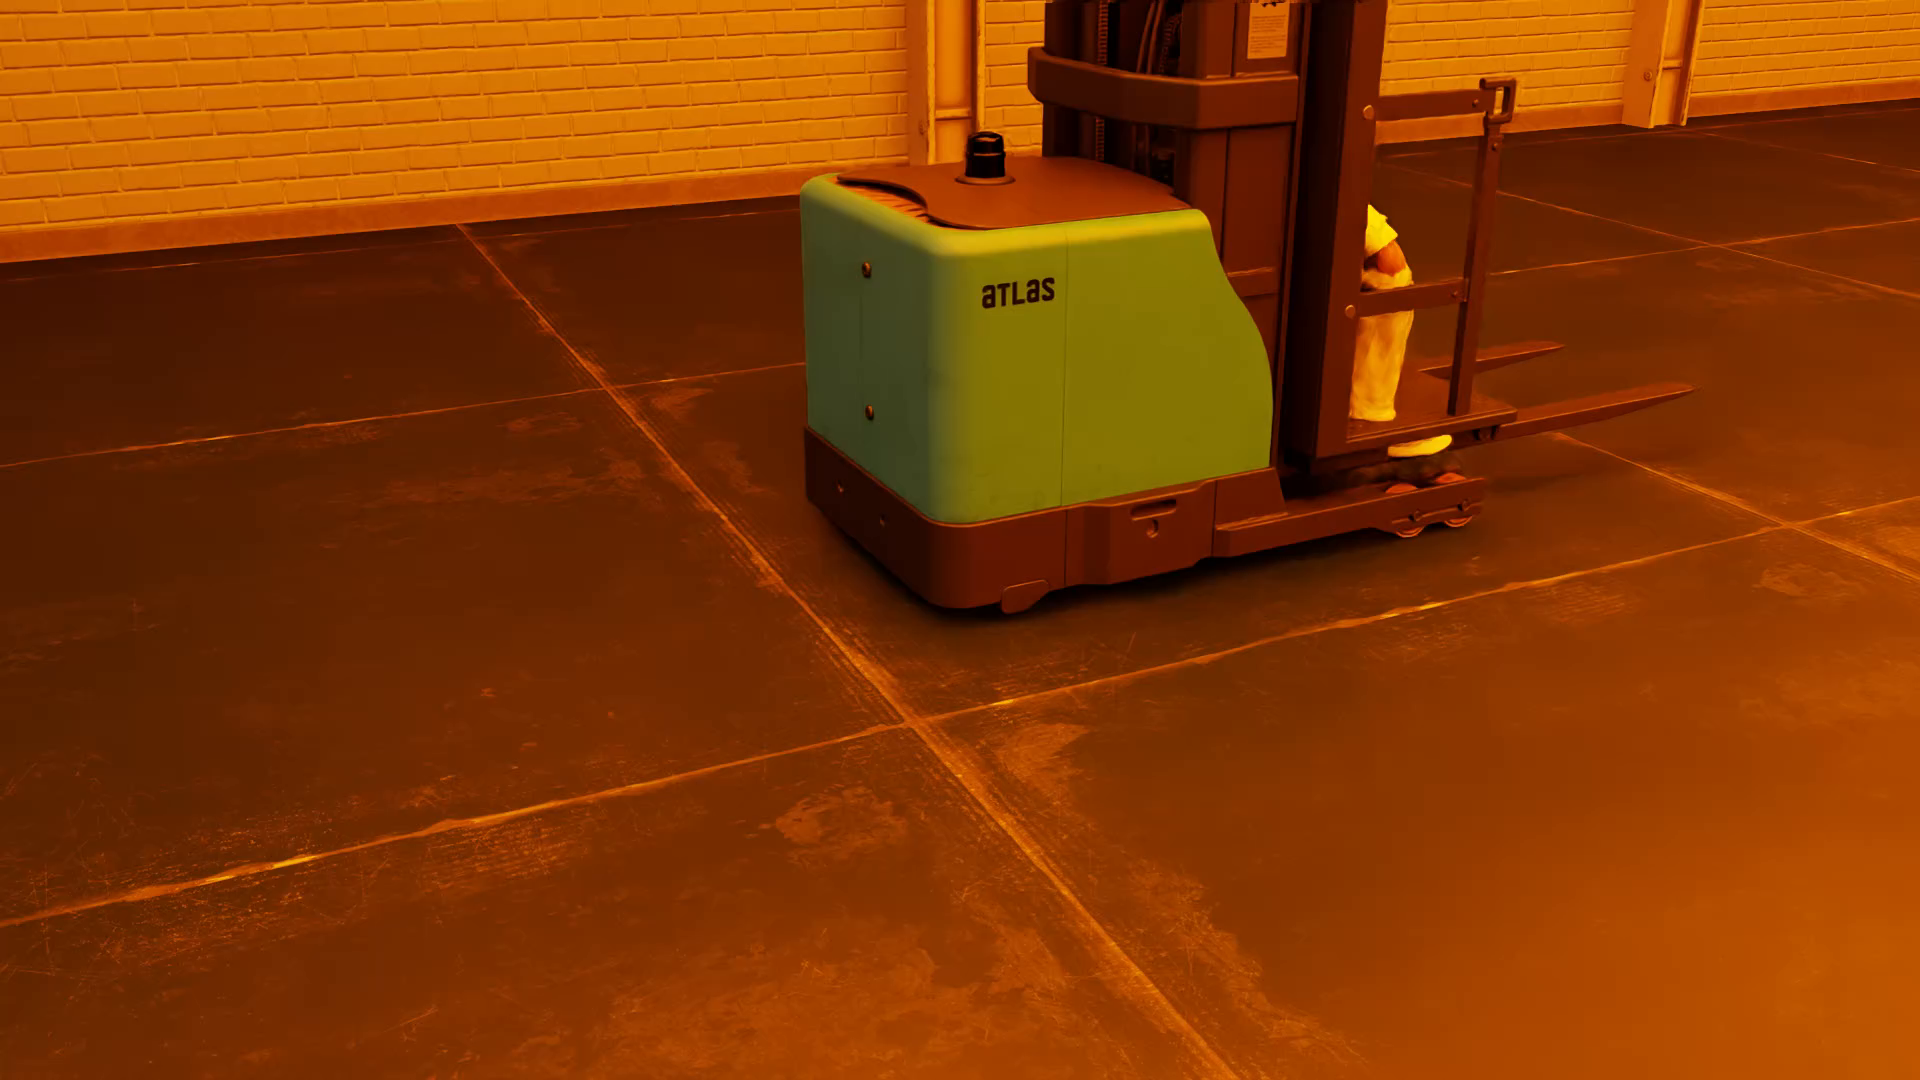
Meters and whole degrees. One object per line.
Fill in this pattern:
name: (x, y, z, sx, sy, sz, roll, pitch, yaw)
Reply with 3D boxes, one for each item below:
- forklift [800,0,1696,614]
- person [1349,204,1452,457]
forklift: (1.066, -1.529, 4.967, 3.031, 2.935, 1.130, -11, 25, -25)
person: (1.206, -1.043, 5.201, 0.735, 1.534, 0.811, 5, 23, 11)
